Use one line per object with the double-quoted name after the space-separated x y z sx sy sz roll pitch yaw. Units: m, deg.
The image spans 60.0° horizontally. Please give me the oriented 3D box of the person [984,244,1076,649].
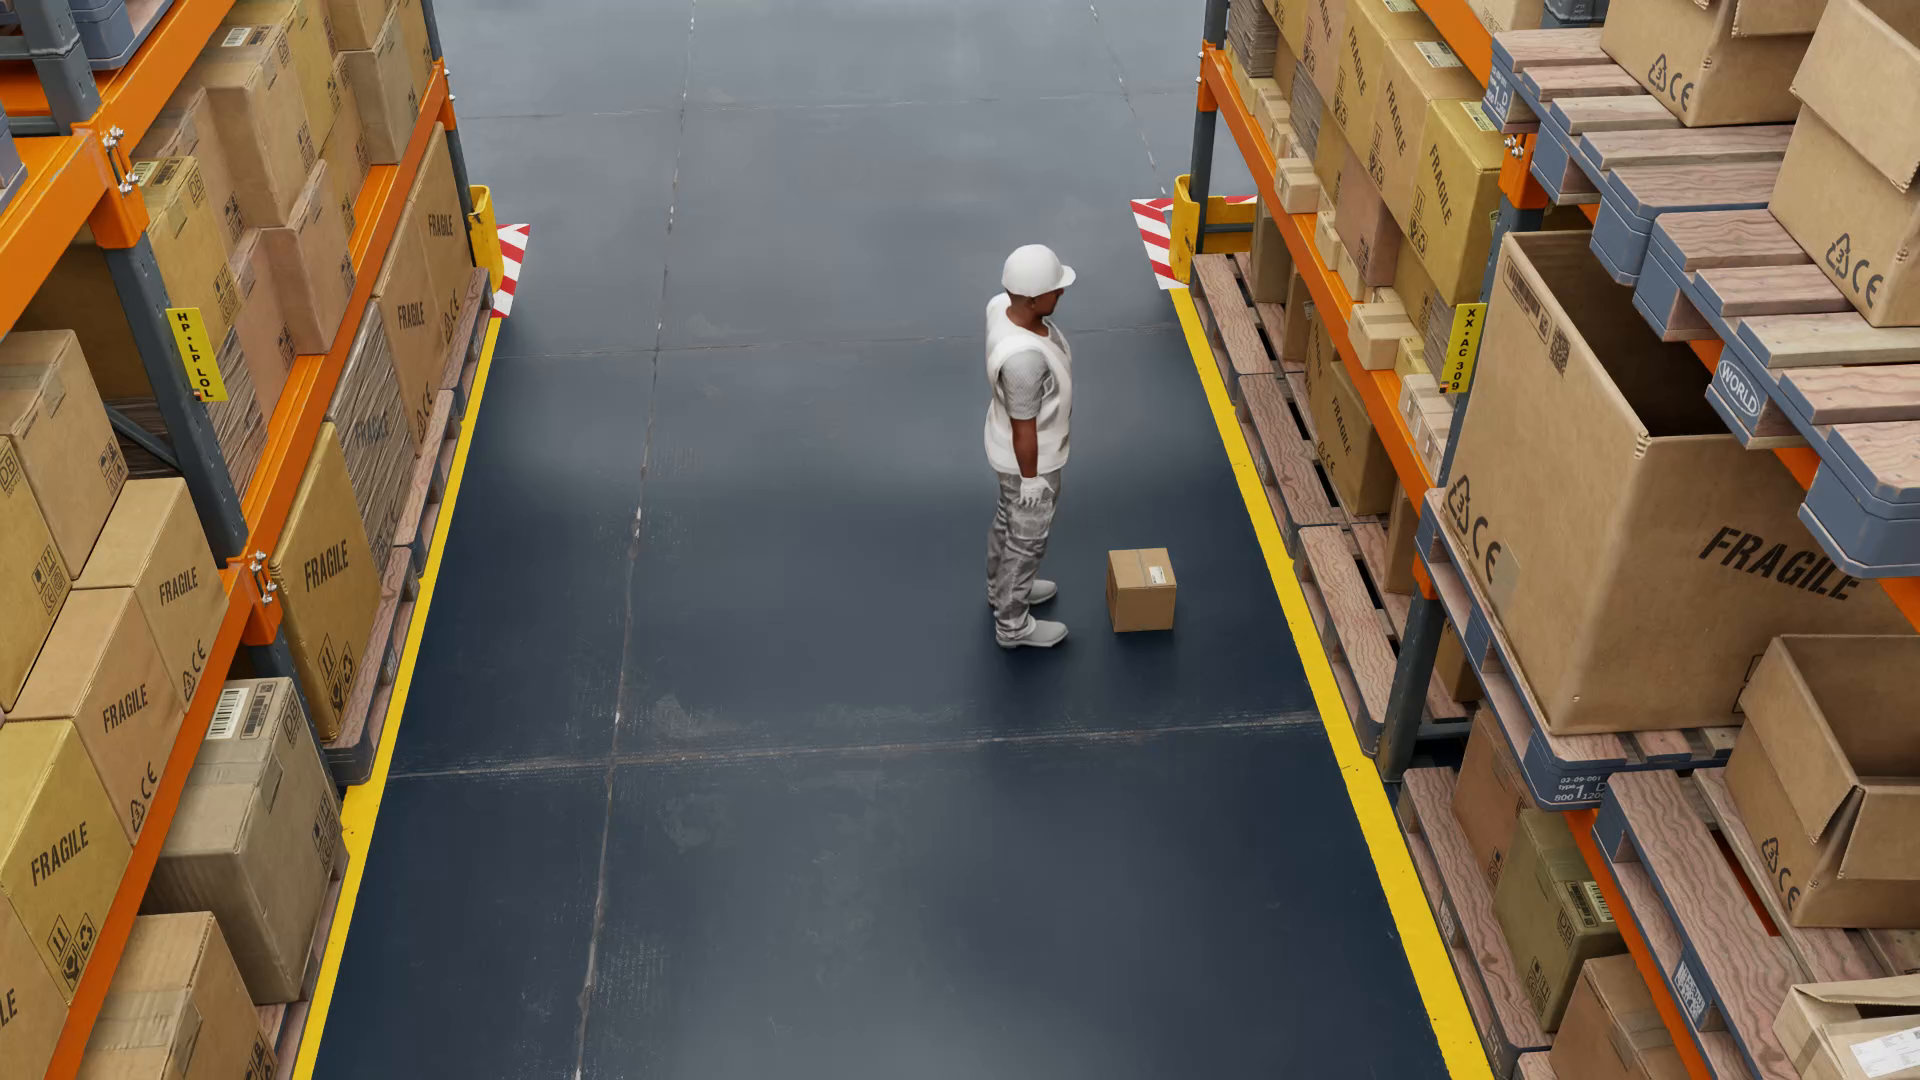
0.272 -0.368 6.594 0.358 1.784 0.545 -2 39 -2 "person"
